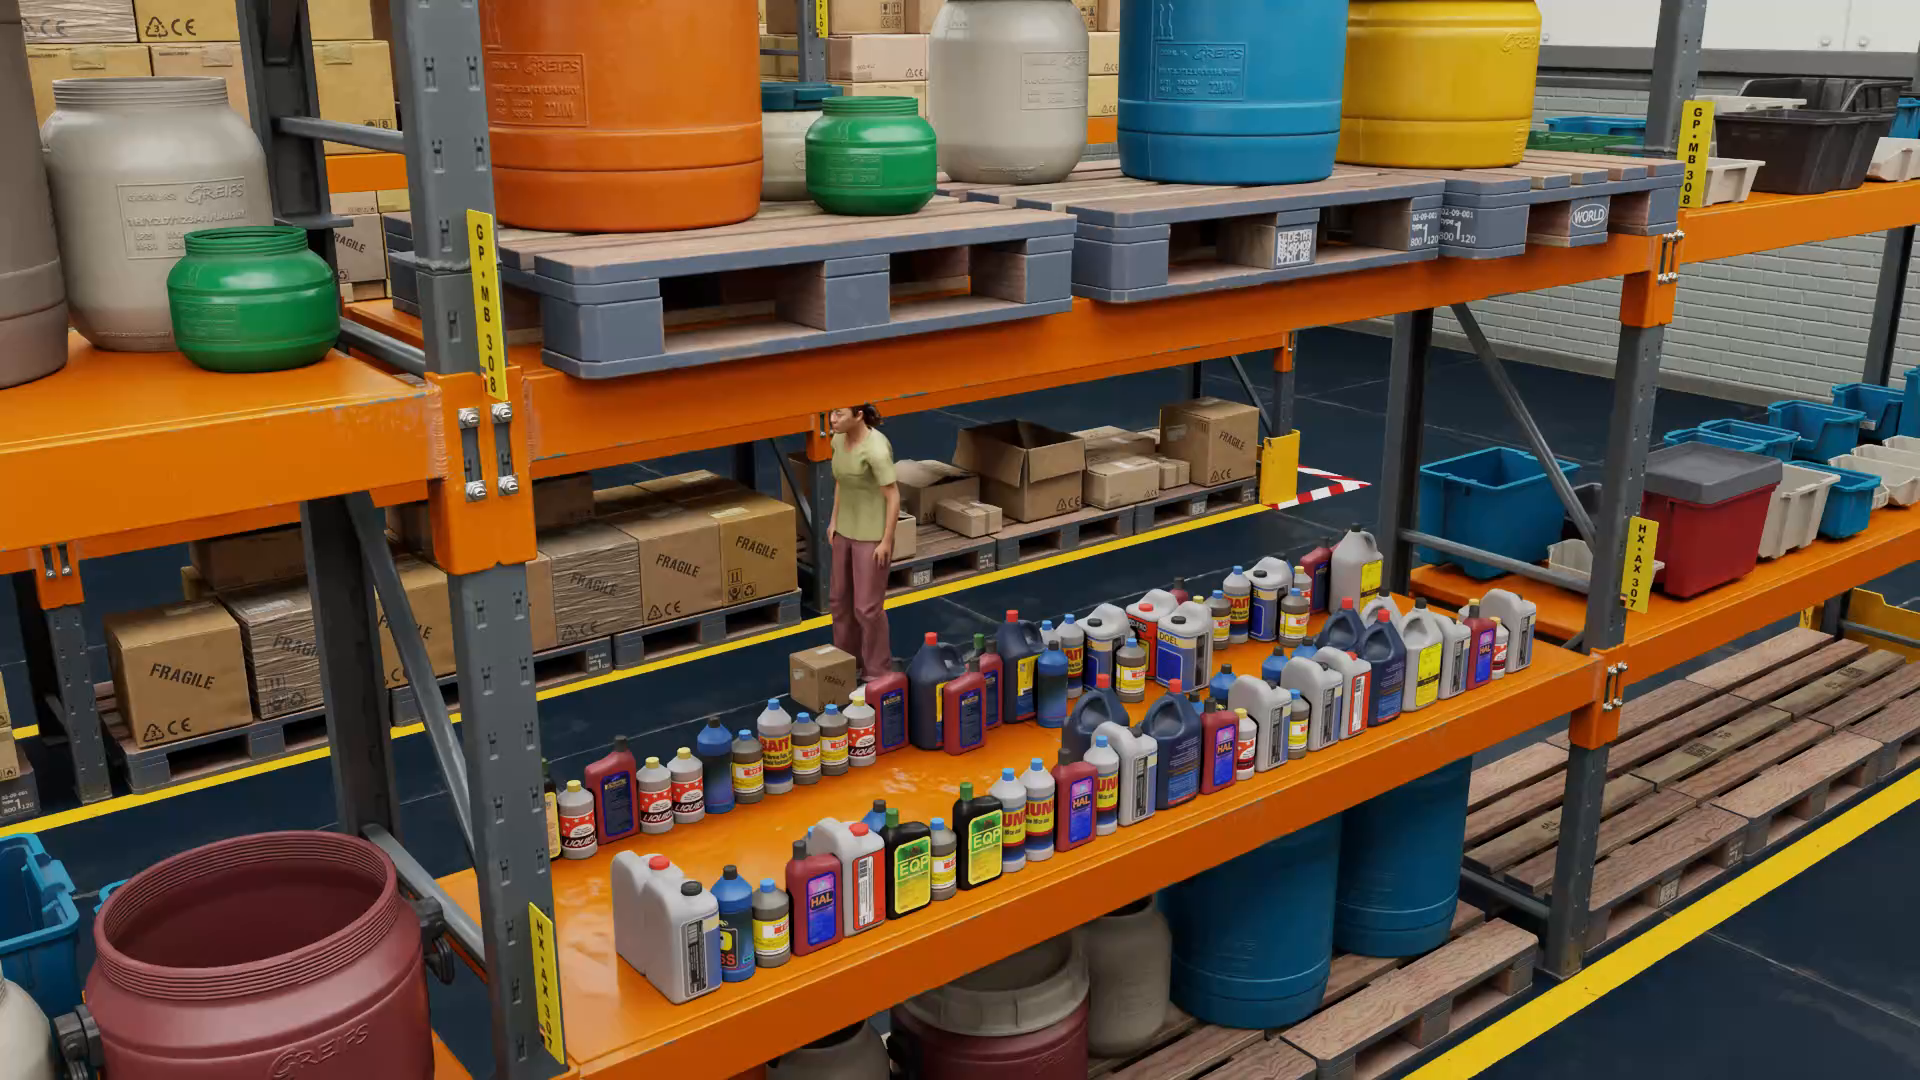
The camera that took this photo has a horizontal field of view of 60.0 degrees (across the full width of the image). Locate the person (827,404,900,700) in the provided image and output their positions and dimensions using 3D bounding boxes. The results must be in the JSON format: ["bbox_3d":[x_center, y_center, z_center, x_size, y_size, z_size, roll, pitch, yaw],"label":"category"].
[{"bbox_3d":[-0.517,-0.007,8.575,0.352,1.672,0.506,-14,22,-36],"label":"person"}]
